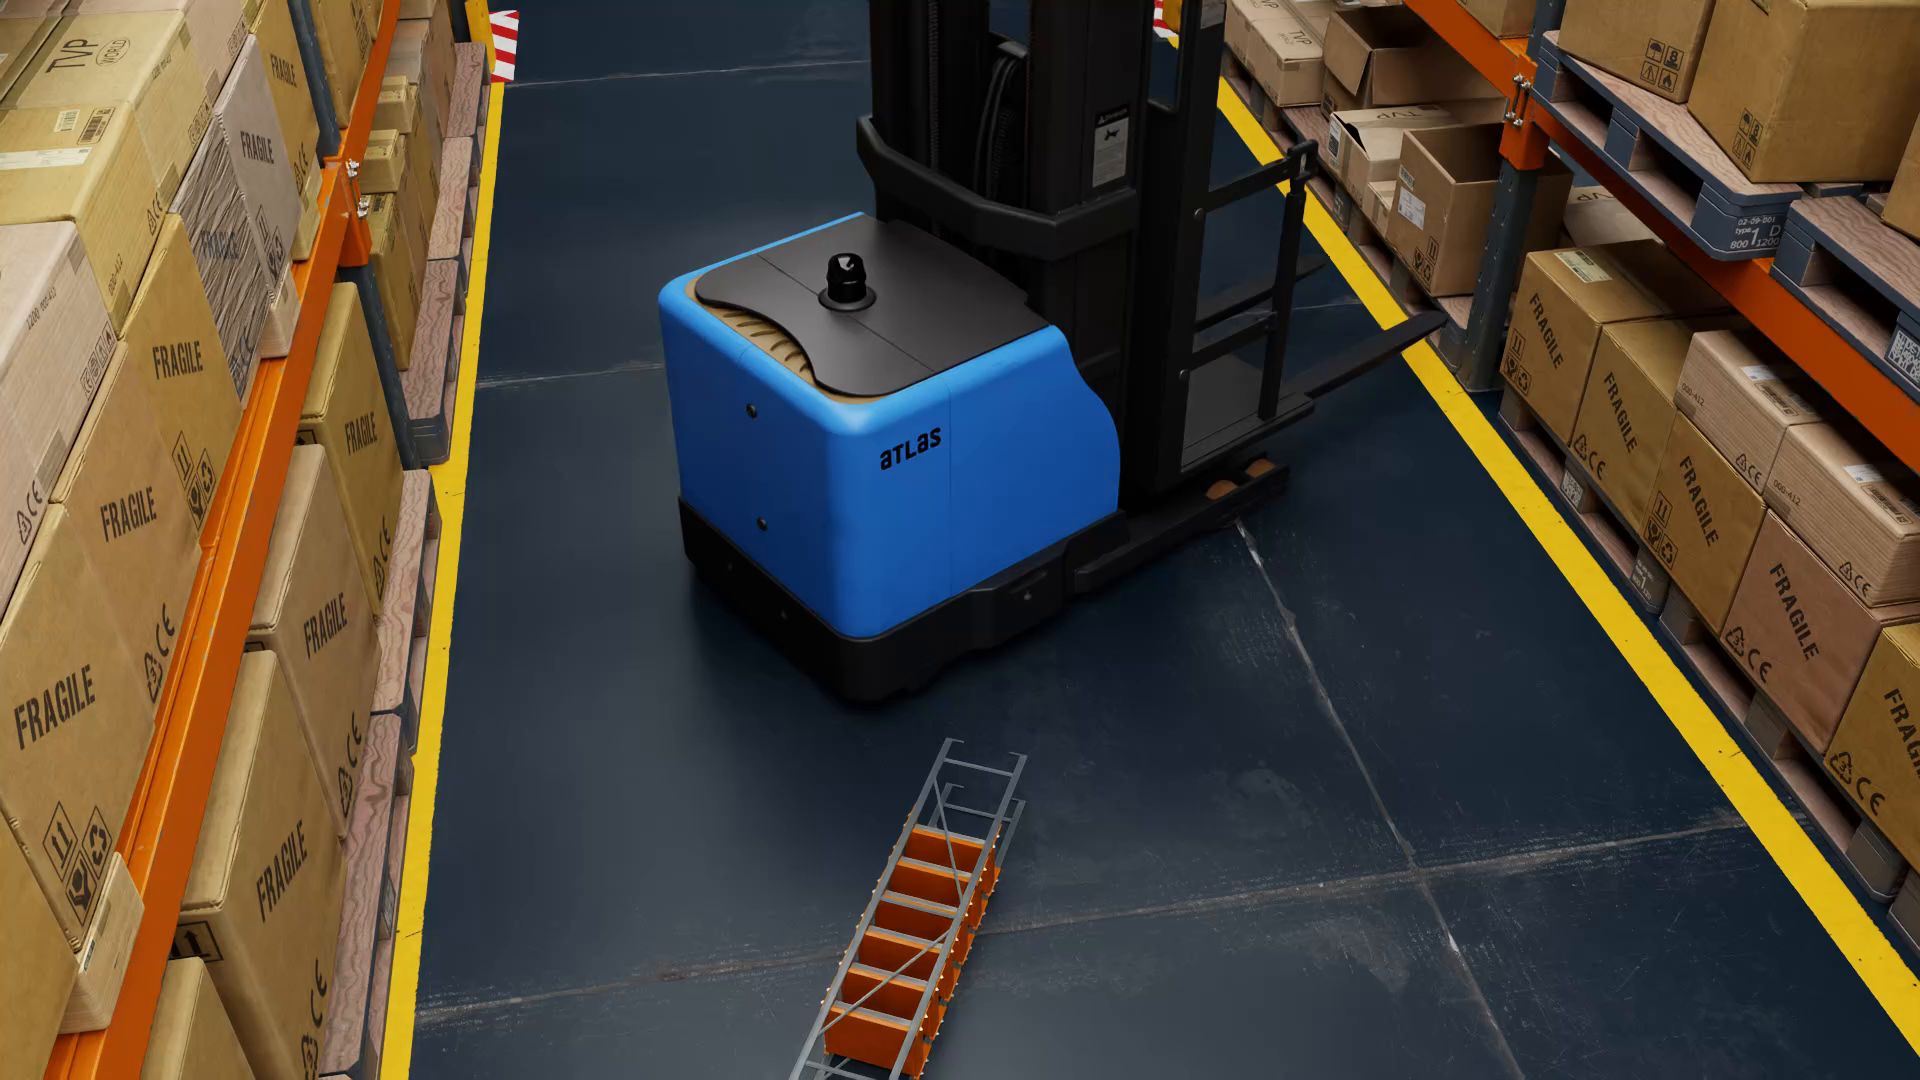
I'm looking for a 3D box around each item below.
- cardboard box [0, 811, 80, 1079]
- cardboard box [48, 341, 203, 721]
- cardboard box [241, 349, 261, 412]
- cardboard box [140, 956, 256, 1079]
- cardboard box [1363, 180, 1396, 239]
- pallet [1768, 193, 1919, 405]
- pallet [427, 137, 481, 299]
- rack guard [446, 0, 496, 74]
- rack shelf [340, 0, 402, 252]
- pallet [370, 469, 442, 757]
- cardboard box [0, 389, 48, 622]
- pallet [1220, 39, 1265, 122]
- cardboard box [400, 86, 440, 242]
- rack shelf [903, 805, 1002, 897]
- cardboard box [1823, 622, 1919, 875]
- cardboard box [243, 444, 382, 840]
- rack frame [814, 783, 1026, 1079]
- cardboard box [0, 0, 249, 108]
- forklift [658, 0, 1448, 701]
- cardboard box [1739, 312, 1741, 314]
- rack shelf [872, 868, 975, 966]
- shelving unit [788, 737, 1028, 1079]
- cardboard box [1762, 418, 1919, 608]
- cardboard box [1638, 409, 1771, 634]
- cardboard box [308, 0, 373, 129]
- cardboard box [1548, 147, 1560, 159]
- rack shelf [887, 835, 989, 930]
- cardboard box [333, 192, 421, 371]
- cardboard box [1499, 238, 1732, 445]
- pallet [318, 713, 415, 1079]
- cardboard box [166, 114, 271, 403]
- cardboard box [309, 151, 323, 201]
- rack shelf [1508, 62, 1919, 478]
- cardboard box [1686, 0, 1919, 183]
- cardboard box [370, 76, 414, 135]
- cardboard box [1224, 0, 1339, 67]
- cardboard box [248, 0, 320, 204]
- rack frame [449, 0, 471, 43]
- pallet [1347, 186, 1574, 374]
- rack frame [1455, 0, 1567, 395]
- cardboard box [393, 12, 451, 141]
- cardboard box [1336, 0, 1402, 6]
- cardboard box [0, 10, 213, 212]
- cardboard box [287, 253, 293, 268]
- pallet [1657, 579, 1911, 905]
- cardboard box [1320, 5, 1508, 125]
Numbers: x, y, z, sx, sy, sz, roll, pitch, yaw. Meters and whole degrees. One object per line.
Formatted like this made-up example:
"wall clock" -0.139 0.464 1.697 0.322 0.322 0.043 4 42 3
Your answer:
"cardboard box" -1.549 0.626 2.159 0.500 0.500 0.500 -5 38 -7
"cardboard box" -1.718 0.008 2.954 0.500 0.500 0.500 -6 38 -8
"cardboard box" -1.929 -0.420 4.035 0.380 0.149 0.250 -6 38 -8
"cardboard box" -1.716 1.336 2.995 0.750 0.750 0.750 -7 38 -9
"cardboard box" 1.955 -1.421 7.100 0.380 0.149 0.250 -6 38 -8
"pallet" 2.815 -0.522 4.133 1.003 0.211 1.213 -6 38 -8
"pallet" -2.691 -1.410 7.392 1.003 0.211 1.213 -6 38 -8
"rack guard" -3.122 -2.748 8.880 1.175 0.500 0.348 -6 38 -8
"rack shelf" -2.768 -2.228 6.760 1.077 0.370 4.000 -6 38 -8
"pallet" -2.208 0.255 5.250 1.003 0.211 1.213 -6 38 -8
"cardboard box" -1.637 0.024 2.323 0.500 0.250 0.500 -7 38 -9
"pallet" 1.912 -2.627 8.960 1.003 0.211 1.213 -6 38 -8
"cardboard box" -2.620 -1.560 7.008 0.700 0.500 0.500 -5 38 -7
"rack shelf" -0.020 0.841 4.510 0.258 0.180 0.103 11 39 14
"cardboard box" 2.675 0.537 4.292 0.500 0.500 0.500 -8 38 -10
"cardboard box" -2.016 0.294 4.337 0.750 0.750 0.750 -5 38 -7
"rack frame" -0.107 1.079 4.352 0.240 0.006 1.200 11 39 14
"cardboard box" -2.003 -1.201 3.900 0.500 0.250 0.500 -5 38 -7
"forklift" 0.534 -1.426 5.196 3.031 2.935 1.130 -27 45 -30
"cardboard box" 2.906 -0.460 5.575 0.500 0.500 0.500 -6 38 -8
"rack shelf" -0.094 0.981 4.329 0.258 0.180 0.103 11 39 14
"shelving unit" -0.107 1.007 4.296 0.258 0.189 1.200 11 39 14
"cardboard box" 2.568 -0.097 4.498 0.500 0.250 0.500 -7 38 -9
"cardboard box" 2.489 -0.084 5.092 0.500 0.500 0.500 -6 38 -7
"cardboard box" -2.496 -1.752 5.316 0.980 0.700 0.700 -6 38 -7
"cardboard box" 2.437 -1.693 7.435 0.380 0.166 0.250 -6 38 -8
"rack shelf" -0.057 0.911 4.419 0.258 0.180 0.103 11 39 14
"cardboard box" -2.447 -0.946 6.218 0.700 0.500 0.500 -6 38 -7
"cardboard box" 2.304 -0.708 5.895 0.500 0.500 0.500 -8 39 -10
"pallet" -1.990 0.993 4.300 1.003 0.211 1.213 -6 38 -8
"cardboard box" -1.909 -0.606 3.745 0.500 0.500 0.500 -6 38 -8
"cardboard box" -2.079 -1.040 4.832 0.380 0.149 0.250 -6 38 -8
"rack shelf" 2.810 -0.348 4.339 1.077 0.370 4.000 -6 38 -8
"cardboard box" 2.505 -1.326 4.588 0.700 0.500 0.500 -1 38 -1
"cardboard box" -2.419 -1.744 6.716 0.380 0.149 0.250 -7 38 -9
"cardboard box" 1.662 -2.683 8.641 0.500 0.250 0.500 -6 38 -8
"cardboard box" -2.088 -1.218 4.532 0.500 0.500 0.500 -7 38 -9
"rack frame" -3.118 -3.721 8.094 1.000 3.000 0.127 -6 38 -8
"pallet" 2.340 -1.153 7.063 1.003 0.211 1.213 -6 38 -8
"rack frame" 2.459 -1.840 5.673 1.000 3.000 0.127 -6 38 -8
"cardboard box" -2.809 -2.185 7.813 0.700 0.500 0.500 -6 38 -8
"cardboard box" 2.096 -3.140 9.026 0.500 0.500 0.500 -6 38 -8
"cardboard box" -1.914 -0.893 3.503 0.500 0.250 0.500 -6 38 -7
"cardboard box" -2.011 -0.728 4.431 0.380 0.149 0.250 -5 38 -7
"pallet" 2.856 0.487 4.951 1.003 0.211 1.213 -6 38 -8
"cardboard box" 2.125 -2.162 7.764 0.797 0.503 0.637 -6 38 -8
